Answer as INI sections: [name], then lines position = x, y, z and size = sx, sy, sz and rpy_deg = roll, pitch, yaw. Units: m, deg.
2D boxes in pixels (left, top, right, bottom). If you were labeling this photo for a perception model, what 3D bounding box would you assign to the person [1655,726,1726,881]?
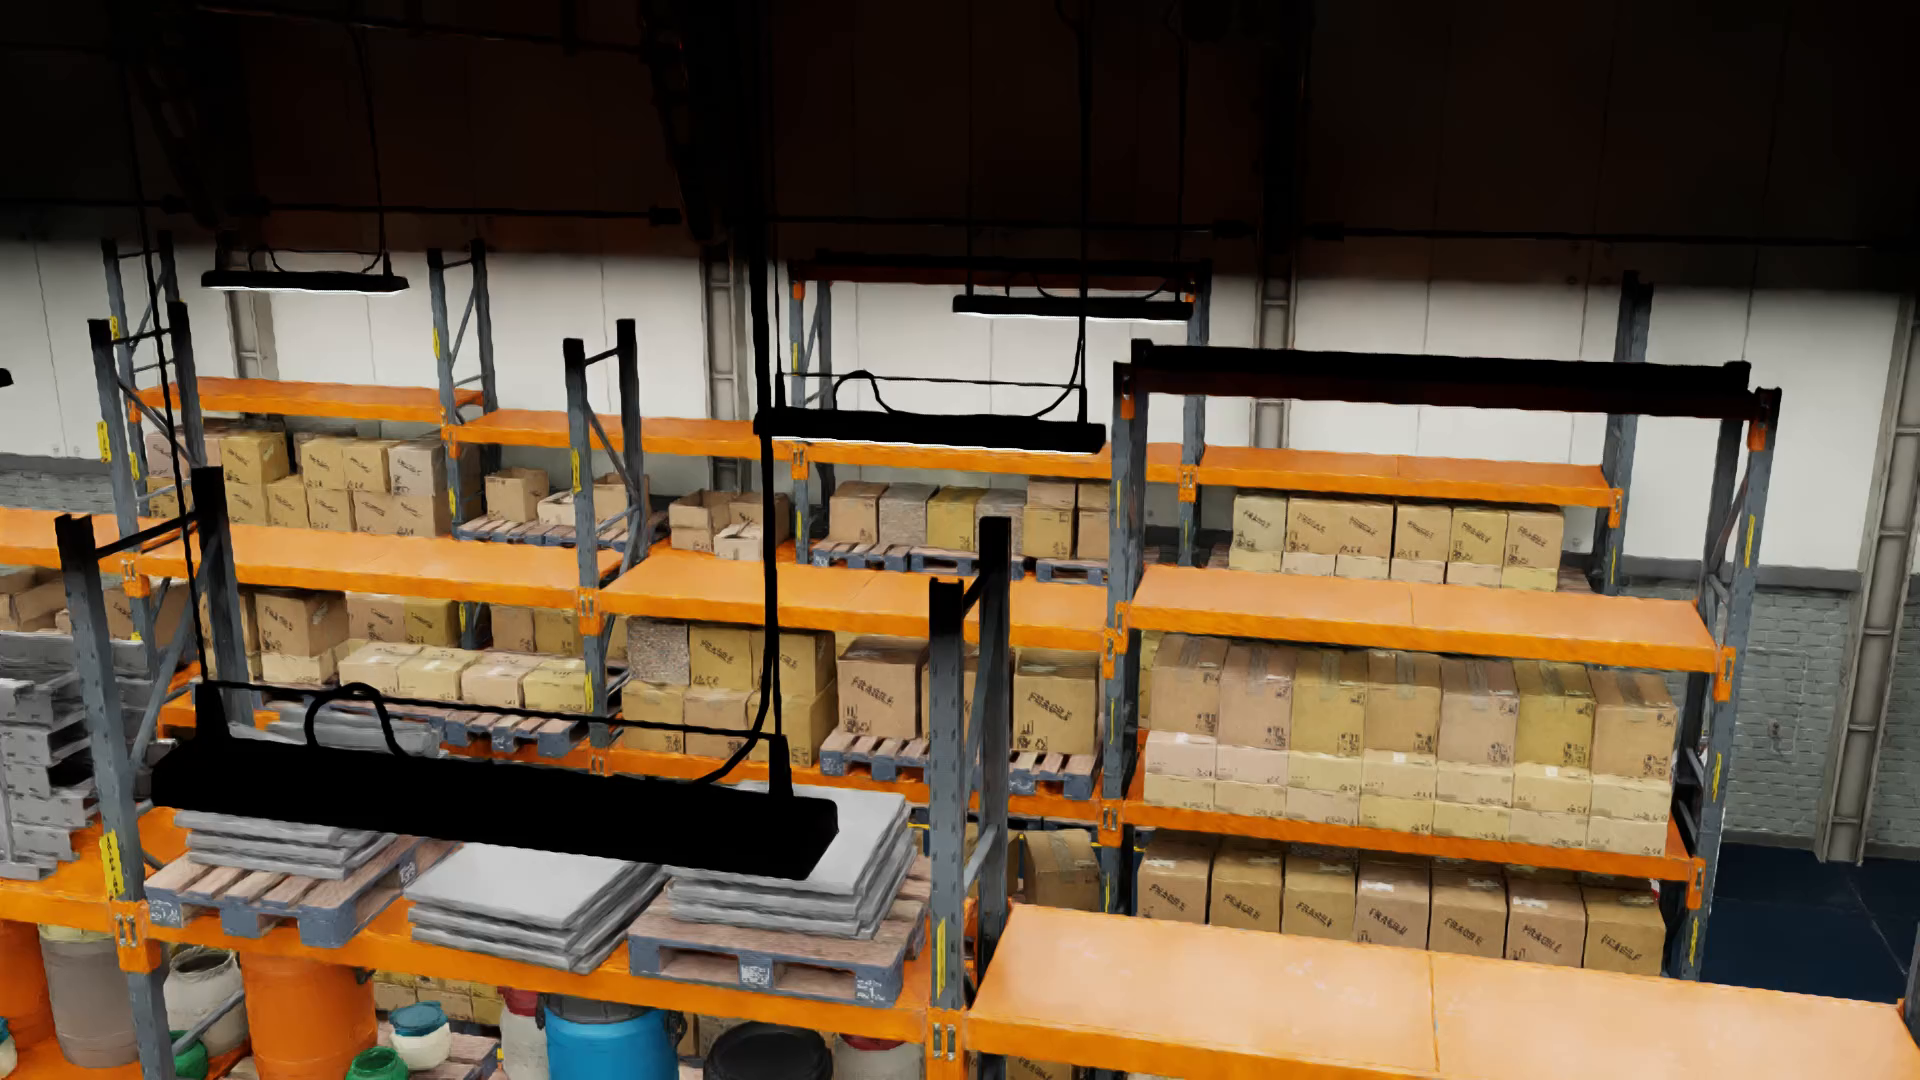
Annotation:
[person]
position = 7.161, 2.622, 16.253
size = 0.516, 1.764, 0.583
rpy_deg = -14, 21, -39
